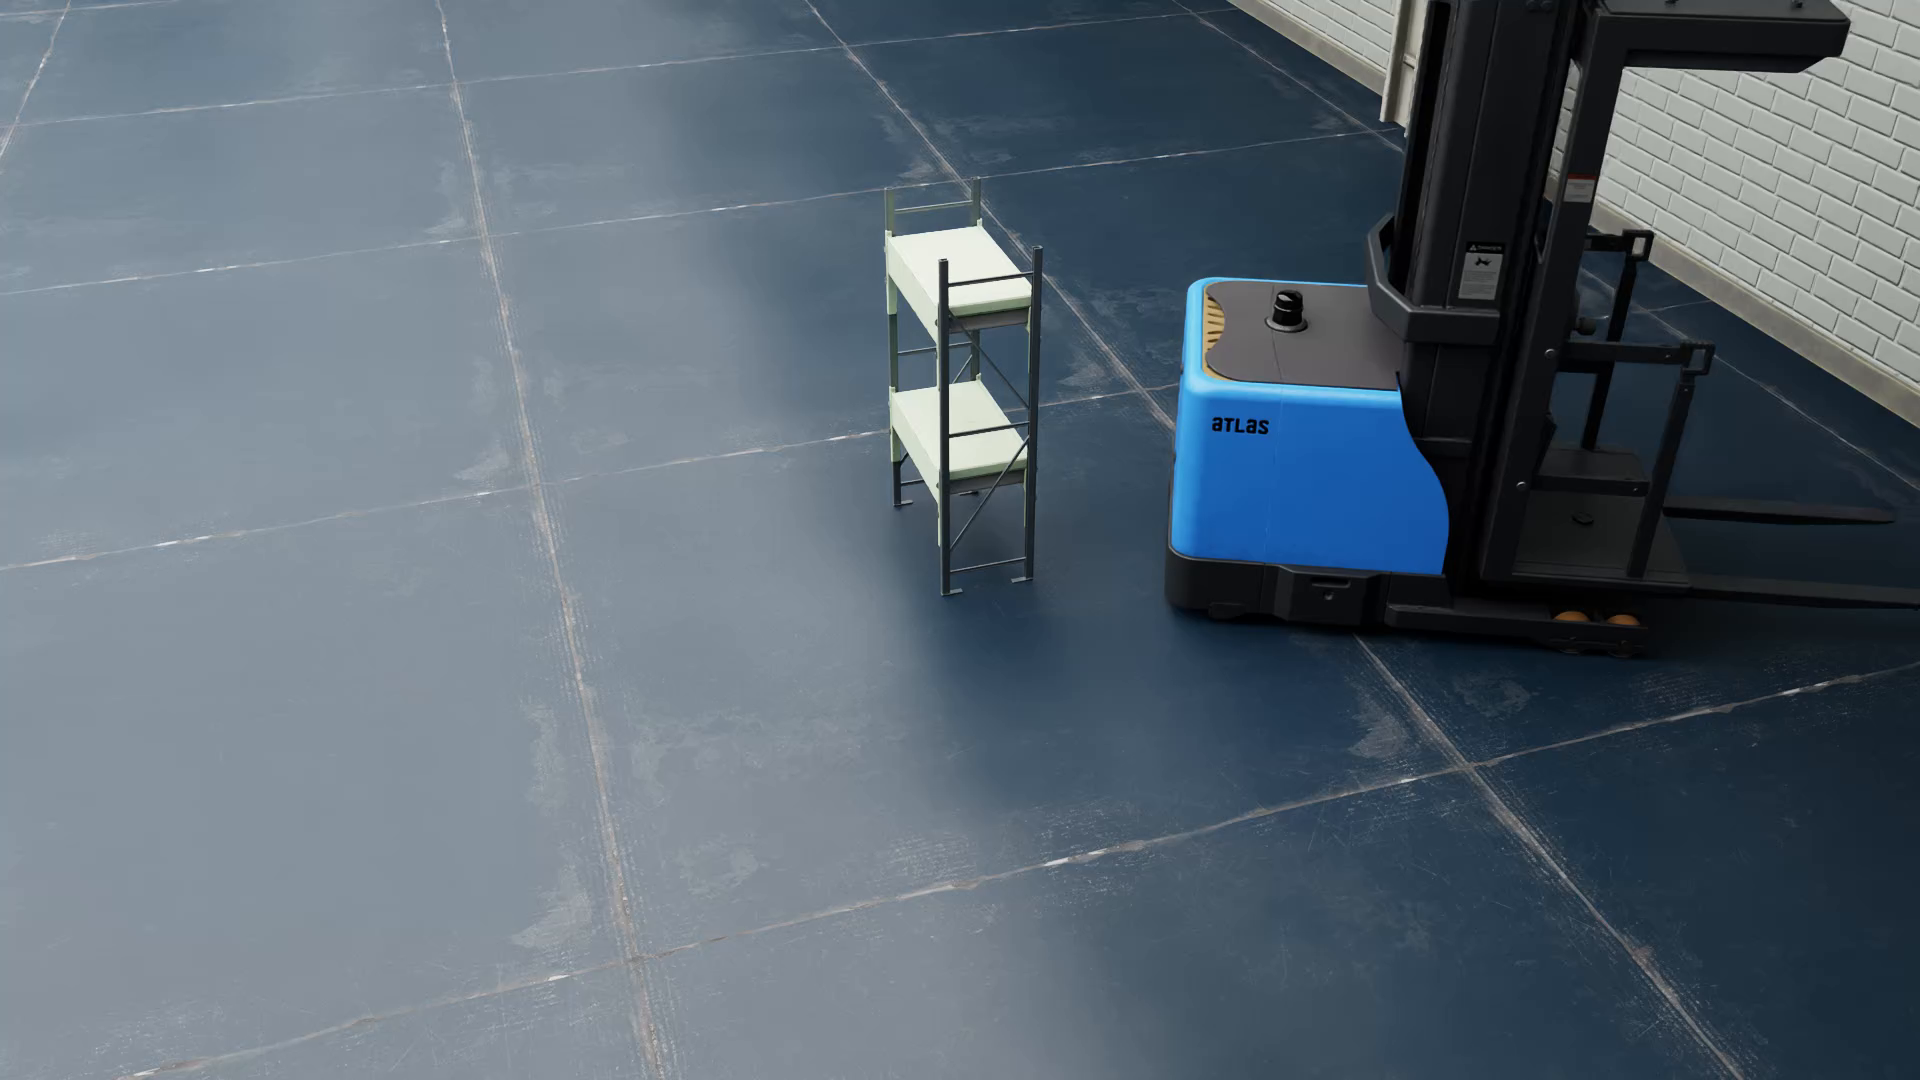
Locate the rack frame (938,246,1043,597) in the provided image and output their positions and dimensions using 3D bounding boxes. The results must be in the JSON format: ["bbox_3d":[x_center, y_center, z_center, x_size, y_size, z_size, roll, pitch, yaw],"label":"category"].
[{"bbox_3d":[0.114,-0.430,6.540,0.400,1.500,0.023,-10,35,-15],"label":"rack frame"}]

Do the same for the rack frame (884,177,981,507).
[{"bbox_3d":[-0.110,-0.814,7.122,0.400,1.500,0.023,-10,35,-15],"label":"rack frame"}]

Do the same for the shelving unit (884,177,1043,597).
[{"bbox_3d":[0.002,-0.622,6.831,0.431,1.500,0.755,-10,35,-15],"label":"shelving unit"}]

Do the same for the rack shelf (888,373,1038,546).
[{"bbox_3d":[0.002,-0.350,7.011,0.431,0.370,0.720,-10,35,-15],"label":"rack shelf"}]

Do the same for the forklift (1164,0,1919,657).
[{"bbox_3d":[2.390,-1.074,6.217,3.031,2.935,1.130,4,34,6],"label":"forklift"}]

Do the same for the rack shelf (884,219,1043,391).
[{"bbox_3d":[0.002,-0.948,6.616,0.431,0.370,0.720,-10,35,-15],"label":"rack shelf"}]

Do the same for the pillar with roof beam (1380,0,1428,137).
[{"bbox_3d":[-0.934,-5.921,8.047,9.100,9.000,0.400,-10,35,-15],"label":"pillar with roof beam"}]
